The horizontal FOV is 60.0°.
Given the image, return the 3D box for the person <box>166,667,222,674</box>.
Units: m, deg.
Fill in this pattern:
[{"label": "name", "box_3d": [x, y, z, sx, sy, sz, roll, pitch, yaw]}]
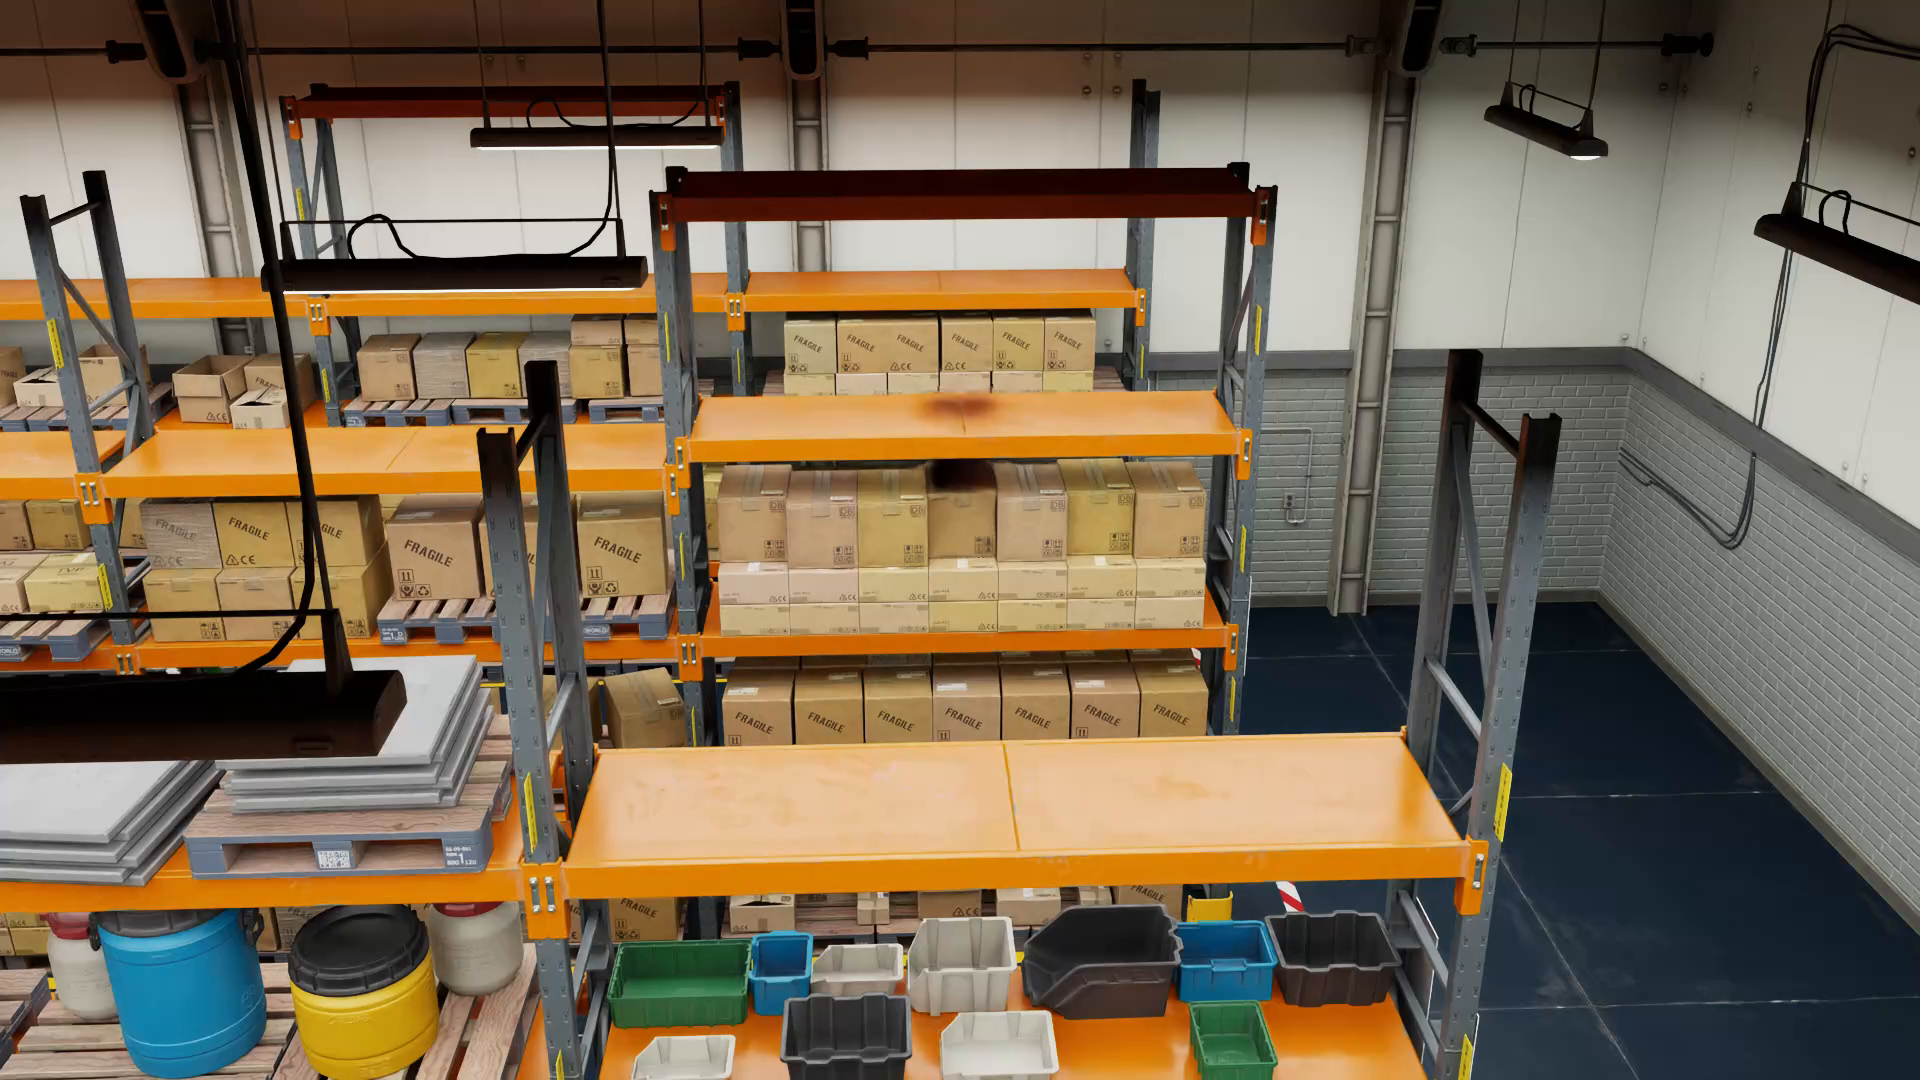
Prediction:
[{"label": "person", "box_3d": [-7.397, 1.128, 15.977, 0.668, 1.779, 0.555, 17, 27, 35]}]
